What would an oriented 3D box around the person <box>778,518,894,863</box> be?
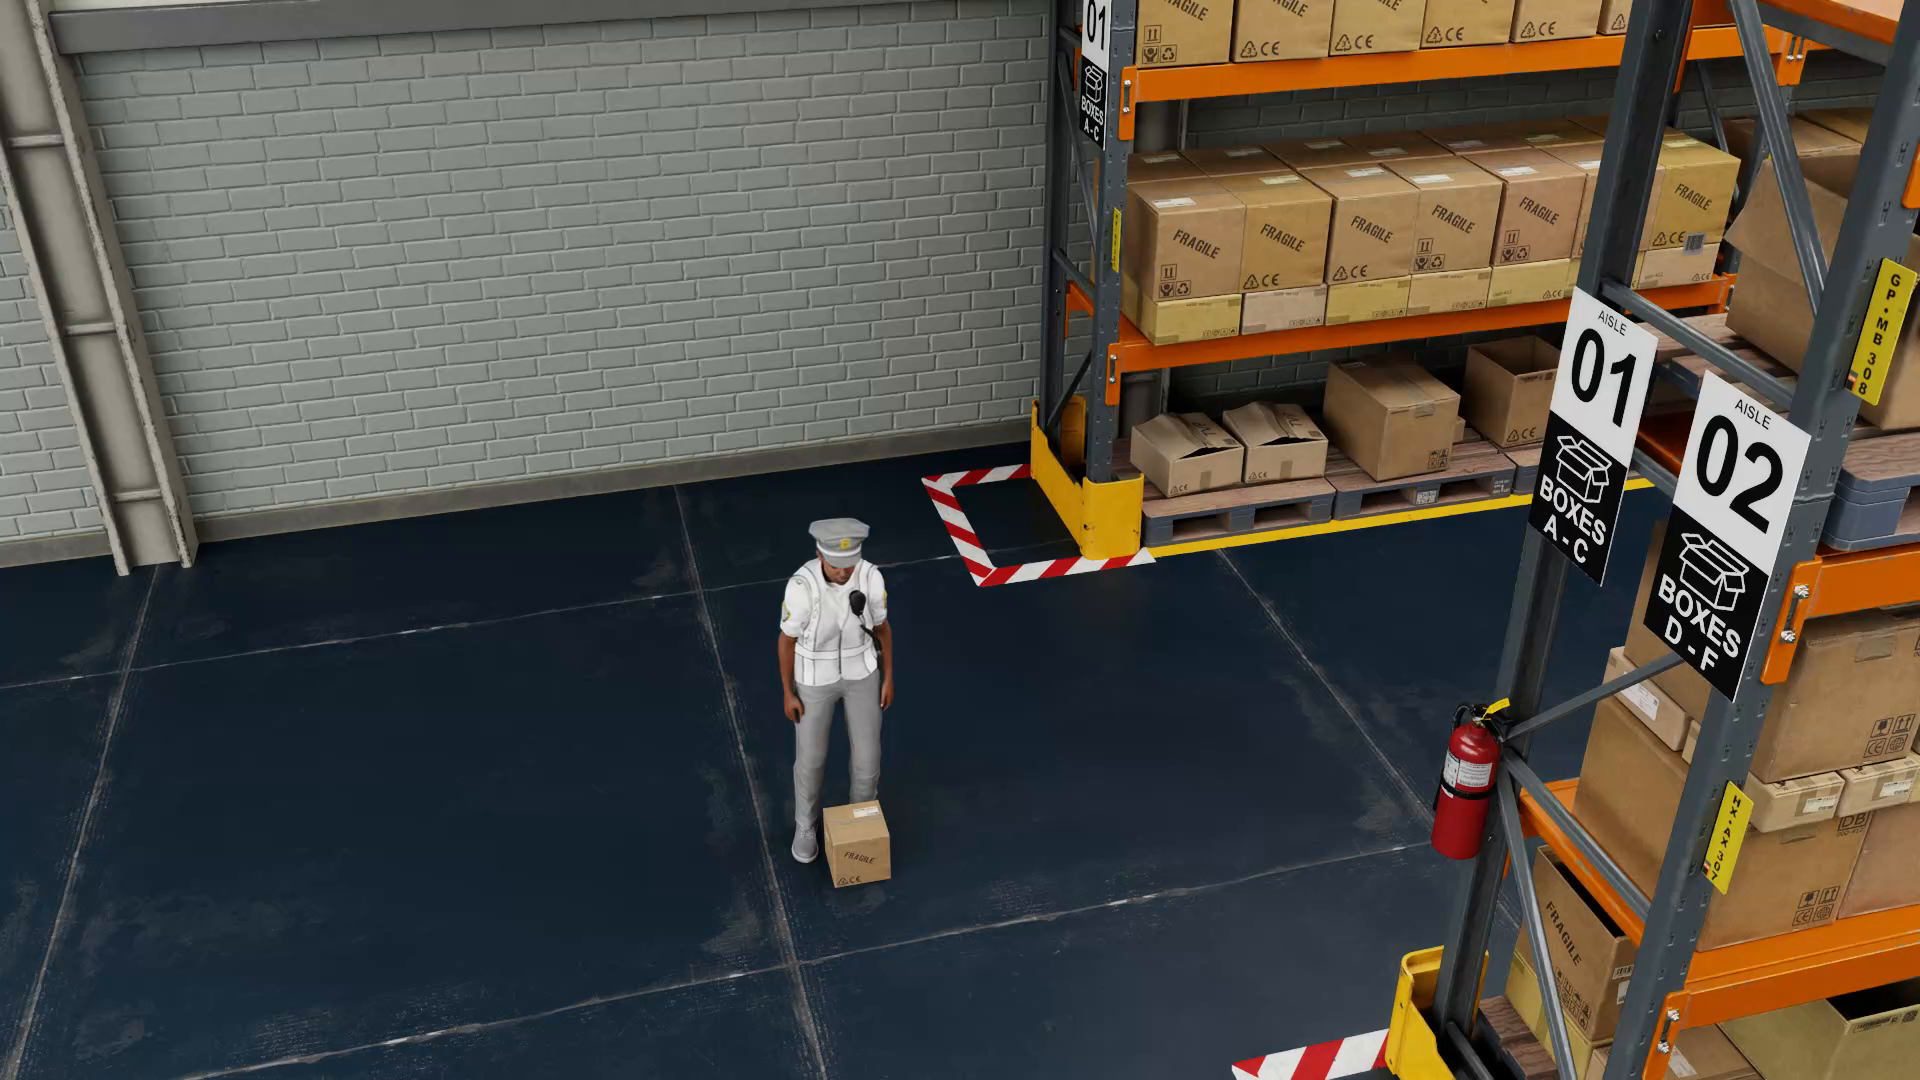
[{"bbox_3d":[-0.532,0.621,7.176,0.506,1.660,0.392,-8,31,-13],"label":"person"}]
